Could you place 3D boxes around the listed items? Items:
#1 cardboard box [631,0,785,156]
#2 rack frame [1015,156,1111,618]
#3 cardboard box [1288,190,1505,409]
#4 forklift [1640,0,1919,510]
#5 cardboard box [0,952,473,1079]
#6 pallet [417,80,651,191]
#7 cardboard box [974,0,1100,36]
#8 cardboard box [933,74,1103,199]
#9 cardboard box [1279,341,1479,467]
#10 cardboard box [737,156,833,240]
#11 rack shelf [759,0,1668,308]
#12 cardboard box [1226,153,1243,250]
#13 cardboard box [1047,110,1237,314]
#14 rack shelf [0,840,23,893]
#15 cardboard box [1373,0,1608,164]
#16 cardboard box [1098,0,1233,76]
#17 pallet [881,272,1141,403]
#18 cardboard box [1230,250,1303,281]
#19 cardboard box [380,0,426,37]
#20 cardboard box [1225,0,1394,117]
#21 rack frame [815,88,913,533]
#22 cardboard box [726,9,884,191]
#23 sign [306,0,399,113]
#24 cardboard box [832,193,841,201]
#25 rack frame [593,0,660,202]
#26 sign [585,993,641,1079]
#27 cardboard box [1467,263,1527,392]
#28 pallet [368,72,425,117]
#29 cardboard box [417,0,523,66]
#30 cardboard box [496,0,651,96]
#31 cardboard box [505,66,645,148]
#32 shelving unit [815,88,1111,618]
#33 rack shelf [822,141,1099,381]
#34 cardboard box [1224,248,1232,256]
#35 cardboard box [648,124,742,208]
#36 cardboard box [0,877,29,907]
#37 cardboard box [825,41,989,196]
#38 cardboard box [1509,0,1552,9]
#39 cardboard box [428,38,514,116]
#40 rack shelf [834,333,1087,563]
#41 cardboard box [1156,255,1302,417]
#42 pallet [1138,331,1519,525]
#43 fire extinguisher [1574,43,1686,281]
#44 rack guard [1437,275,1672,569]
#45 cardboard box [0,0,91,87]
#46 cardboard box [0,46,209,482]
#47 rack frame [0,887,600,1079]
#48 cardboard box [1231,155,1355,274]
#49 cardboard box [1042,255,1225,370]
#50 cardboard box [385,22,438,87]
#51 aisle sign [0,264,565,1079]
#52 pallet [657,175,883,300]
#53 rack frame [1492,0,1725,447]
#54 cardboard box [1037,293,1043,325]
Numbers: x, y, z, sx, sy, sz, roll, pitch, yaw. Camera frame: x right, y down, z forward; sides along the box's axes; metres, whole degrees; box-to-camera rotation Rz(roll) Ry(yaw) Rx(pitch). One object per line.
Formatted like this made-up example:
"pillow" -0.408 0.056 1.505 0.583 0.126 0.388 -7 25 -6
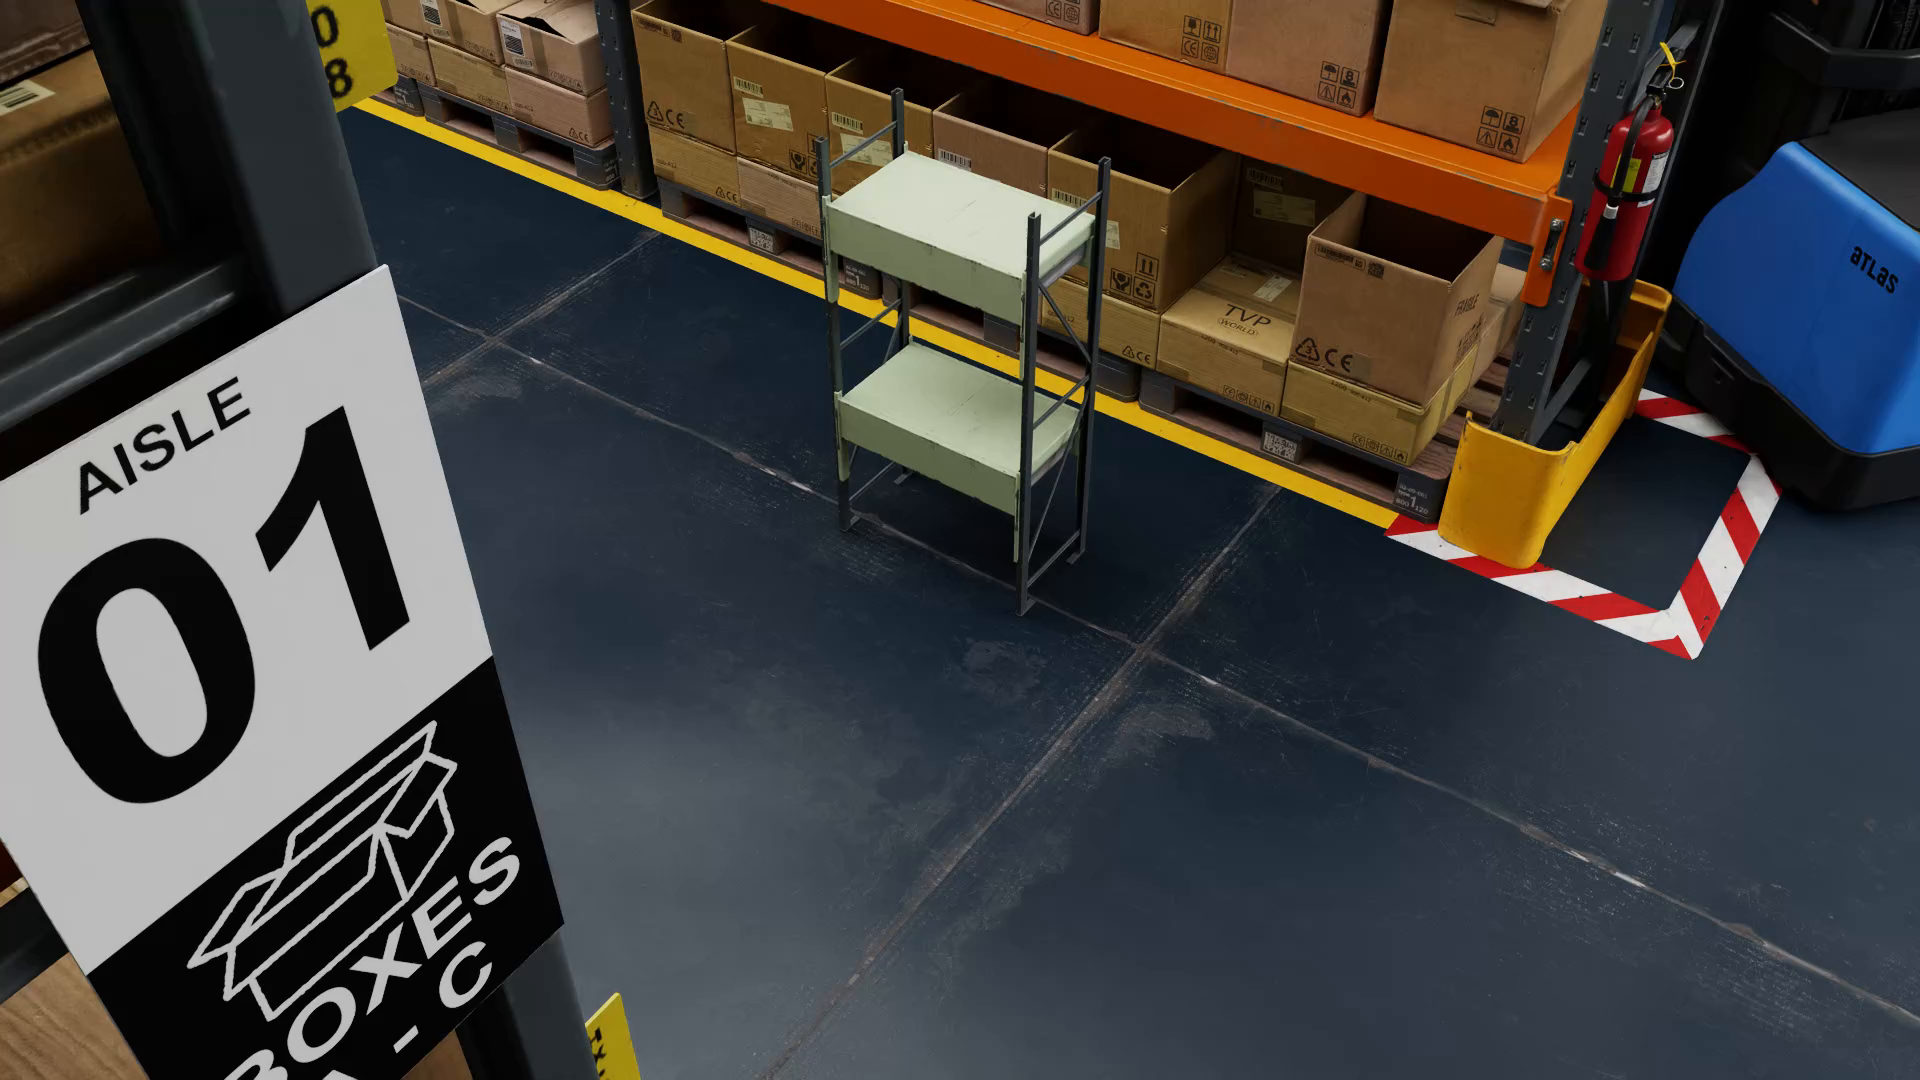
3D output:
"cardboard box" -0.984 -1.989 6.908 0.500 0.500 0.500 25 48 25
"rack frame" 0.305 -0.416 5.090 0.023 1.500 0.400 25 48 25
"cardboard box" 1.481 -0.849 5.634 0.500 0.500 0.500 25 48 25
"forklift" 3.087 -2.191 6.001 1.130 2.935 3.031 -10 43 -11
"cardboard box" -0.969 0.733 2.216 0.500 0.500 0.500 25 48 25
"pallet" -1.810 -2.148 7.992 1.213 0.211 1.003 25 48 25
"cardboard box" 0.447 -2.209 5.894 0.500 0.500 0.700 27 48 27
"cardboard box" 0.245 -1.416 6.268 0.500 0.500 0.500 25 48 25
"cardboard box" 1.482 -0.571 5.885 0.500 0.250 0.500 25 48 25
"cardboard box" -0.572 -1.521 6.947 0.500 0.250 0.500 25 48 25
"rack shelf" 0.453 -1.892 6.155 4.000 0.370 1.077 25 48 25
"cardboard box" 0.952 -1.508 6.370 0.500 0.500 0.500 25 48 25
"cardboard box" 0.654 -1.224 6.053 0.500 0.500 0.500 25 48 25
"rack shelf" -2.388 -0.304 2.131 4.000 0.370 1.077 25 48 25
"cardboard box" 1.716 -1.618 5.233 0.500 0.500 0.700 25 48 25
"cardboard box" 0.880 -2.009 5.671 0.500 0.500 0.700 25 48 26
"pallet" 0.446 -1.093 6.813 1.213 0.211 1.003 25 48 25
"cardboard box" 1.368 -1.043 6.413 0.500 0.250 0.500 25 48 25
"cardboard box" -2.517 -2.654 7.793 0.500 0.311 0.500 25 47 25
"cardboard box" 1.283 -1.816 5.455 0.500 0.500 0.700 26 48 26
"rack frame" -0.294 -0.697 5.404 0.023 1.500 0.400 25 48 25
"cardboard box" -0.571 -1.802 6.699 0.500 0.500 0.500 25 48 25
"sign" -0.439 -0.429 1.075 0.005 0.325 0.100 25 48 25
"cardboard box" -0.166 -1.327 6.730 0.500 0.250 0.500 25 48 25
"rack frame" -1.184 -2.926 6.771 0.127 3.000 1.000 25 48 25
"sign" -0.439 0.692 2.078 0.005 0.325 0.100 25 48 25
"cardboard box" 1.779 -0.853 6.201 0.500 0.250 0.500 25 48 25
"pallet" -2.813 -2.615 8.514 1.213 0.211 1.003 25 48 25
"cardboard box" -2.110 -2.461 7.578 0.500 0.311 0.500 26 48 26
"cardboard box" -1.680 -2.266 7.359 0.500 0.311 0.500 25 48 25
"cardboard box" -1.690 -2.059 7.548 0.500 0.250 0.500 25 47 25
"shelving unit" 0.005 -0.556 5.247 0.755 1.500 0.431 25 48 25
"rack shelf" 0.005 -0.847 4.987 0.720 0.370 0.431 25 48 25
"cardboard box" 0.959 -1.234 6.627 0.500 0.250 0.500 25 48 25
"cardboard box" -0.979 -1.715 7.164 0.500 0.250 0.500 25 48 25
"cardboard box" -1.368 0.539 2.434 0.500 0.500 0.500 25 48 25
"cardboard box" -0.166 -1.606 6.480 0.500 0.500 0.500 25 48 25
"cardboard box" 1.668 -1.716 4.857 0.250 0.149 0.380 24 47 25
"cardboard box" -2.103 -2.253 7.766 0.500 0.250 0.500 24 47 25
"rack shelf" 0.005 -0.313 5.464 0.720 0.370 0.431 25 48 25
"cardboard box" 1.066 -0.755 6.092 0.500 0.250 0.500 25 48 25
"pallet" 1.440 -0.626 6.291 1.213 0.211 1.003 25 48 25
"fire extinguisher" 1.921 -1.067 4.751 0.183 0.674 0.296 25 48 25
"rack guard" 2.110 -0.454 5.883 0.348 0.500 1.175 25 48 25
"cardboard box" -0.927 -0.504 0.975 0.500 0.500 0.500 22 46 22
"cardboard box" -0.881 -0.116 1.291 0.500 0.500 0.500 26 48 26
"rack frame" -0.751 1.311 2.035 0.127 3.000 1.000 25 48 25
"cardboard box" 1.369 -1.323 6.164 0.500 0.500 0.500 25 48 25
"cardboard box" 0.655 -0.946 6.305 0.500 0.250 0.500 25 48 25
"cardboard box" -2.522 -2.449 7.984 0.500 0.250 0.500 26 48 26
"aisle sign" -0.519 0.206 1.321 0.004 0.787 0.394 25 48 25
"pallet" -0.557 -1.560 7.335 1.213 0.211 1.003 25 48 25
"rack frame" 2.091 -1.395 5.059 0.127 3.000 1.000 25 48 25
"cardboard box" 0.247 -1.138 6.520 0.500 0.250 0.500 25 48 25
